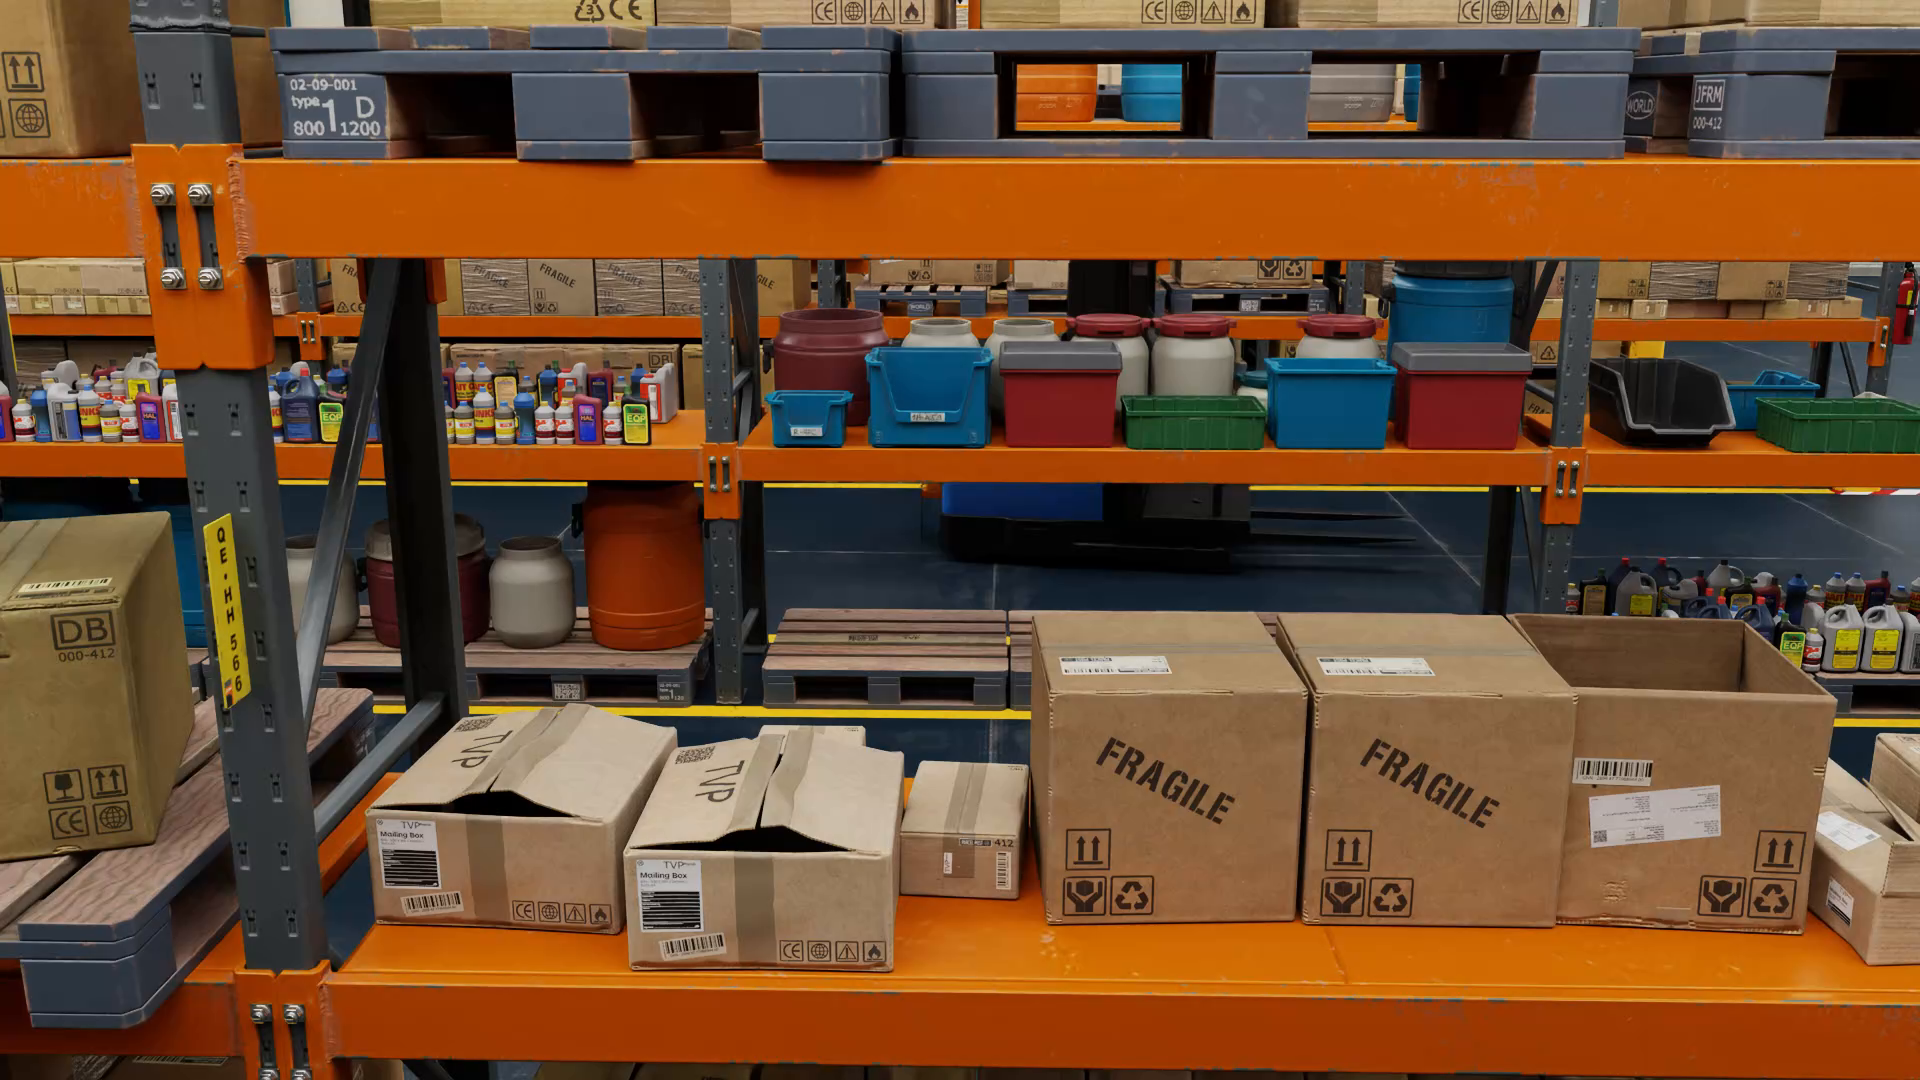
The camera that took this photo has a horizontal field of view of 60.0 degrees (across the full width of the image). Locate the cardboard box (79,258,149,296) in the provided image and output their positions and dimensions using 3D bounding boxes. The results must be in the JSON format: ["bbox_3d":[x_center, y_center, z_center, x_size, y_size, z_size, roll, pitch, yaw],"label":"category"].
[{"bbox_3d":[-6.480,-2.060,12.977,0.500,0.250,0.500,1,15,3],"label":"cardboard box"}]

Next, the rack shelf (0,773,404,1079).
[{"bbox_3d":[-3.261,0.841,3.683,4.000,0.370,1.077,0,15,1],"label":"rack shelf"}]

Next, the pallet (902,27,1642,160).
[{"bbox_3d":[0.537,-0.865,3.228,1.213,0.211,1.003,1,15,4],"label":"pallet"}]

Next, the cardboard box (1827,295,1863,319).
[{"bbox_3d":[6.702,-1.796,12.759,0.250,0.149,0.380,0,15,1],"label":"cardboard box"}]

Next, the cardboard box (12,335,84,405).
[{"bbox_3d":[-7.451,-1.258,13.571,0.875,0.875,0.875,0,15,1],"label":"cardboard box"}]

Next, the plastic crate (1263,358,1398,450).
[{"bbox_3d":[1.756,-0.651,7.960,0.575,0.384,0.392,0,15,1],"label":"plastic crate"}]

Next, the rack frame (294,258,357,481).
[{"bbox_3d":[-5.004,-2.046,13.216,0.127,3.000,1.000,0,15,1],"label":"rack frame"}]

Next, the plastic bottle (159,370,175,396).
[{"bbox_3d":[-4.022,-0.799,8.585,0.185,0.351,0.144,0,15,1],"label":"plastic bottle"}]

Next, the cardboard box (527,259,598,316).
[{"bbox_3d":[-3.031,-2.019,12.918,0.500,0.500,0.500,1,15,2],"label":"cardboard box"}]

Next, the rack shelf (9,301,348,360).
[{"bbox_3d":[-7.003,-1.712,13.357,4.000,0.370,1.077,0,15,1],"label":"rack shelf"}]

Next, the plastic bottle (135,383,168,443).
[{"bbox_3d":[-3.887,-0.610,8.000,0.133,0.283,0.061,0,15,1],"label":"plastic bottle"}]

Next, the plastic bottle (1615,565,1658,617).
[{"bbox_3d":[3.514,0.304,8.636,0.185,0.351,0.144,0,15,1],"label":"plastic bottle"}]

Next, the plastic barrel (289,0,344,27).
[{"bbox_3d":[-2.908,-2.449,7.774,0.433,0.535,0.433,0,15,0],"label":"plastic barrel"}]

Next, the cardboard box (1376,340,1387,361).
[{"bbox_3d":[4.749,-2.407,17.926,0.875,0.875,0.875,0,15,2],"label":"cardboard box"}]

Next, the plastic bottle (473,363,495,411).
[{"bbox_3d":[-2.498,-0.793,8.719,0.097,0.271,0.097,0,15,0],"label":"plastic bottle"}]

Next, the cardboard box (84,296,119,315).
[{"bbox_3d":[-6.602,-1.852,12.970,0.250,0.149,0.380,0,15,1],"label":"cardboard box"}]

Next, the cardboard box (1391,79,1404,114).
[{"bbox_3d":[3.437,-3.304,12.396,0.500,0.250,0.500,0,15,-1],"label":"cardboard box"}]

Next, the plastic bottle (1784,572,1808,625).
[{"bbox_3d":[4.416,0.306,8.786,0.097,0.271,0.097,0,15,0],"label":"plastic bottle"}]

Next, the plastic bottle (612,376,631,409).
[{"bbox_3d":[-1.769,-0.755,8.710,0.097,0.201,0.097,0,15,0],"label":"plastic bottle"}]

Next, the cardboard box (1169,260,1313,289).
[{"bbox_3d":[2.203,-2.528,13.043,1.000,1.000,1.000,0,15,2],"label":"cardboard box"}]

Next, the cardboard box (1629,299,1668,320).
[{"bbox_3d":[5.200,-1.779,12.695,0.250,0.149,0.380,0,15,1],"label":"cardboard box"}]

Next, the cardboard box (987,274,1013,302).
[{"bbox_3d":[0.550,-3.471,22.944,0.625,0.372,0.950,0,15,0],"label":"cardboard box"}]

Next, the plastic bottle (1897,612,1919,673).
[{"bbox_3d":[4.629,0.490,8.081,0.135,0.276,0.152,0,15,0],"label":"plastic bottle"}]

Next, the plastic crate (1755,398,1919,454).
[{"bbox_3d":[4.217,-0.548,7.952,0.662,0.188,0.450,0,15,1],"label":"plastic crate"}]

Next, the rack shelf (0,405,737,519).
[{"bbox_3d":[-3.131,-0.422,8.471,4.000,0.370,1.077,0,15,1],"label":"rack shelf"}]

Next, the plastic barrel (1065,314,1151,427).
[{"bbox_3d":[0.750,-0.867,8.478,0.433,0.535,0.433,0,15,0],"label":"plastic barrel"}]

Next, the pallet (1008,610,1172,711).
[{"bbox_3d":[0.858,0.615,8.596,1.213,0.211,1.003,0,15,1],"label":"pallet"}]

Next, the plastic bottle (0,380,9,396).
[{"bbox_3d":[-4.746,-0.674,8.112,0.185,0.351,0.144,0,15,1],"label":"plastic bottle"}]

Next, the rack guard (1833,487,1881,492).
[{"bbox_3d":[6.916,-0.760,13.241,0.348,0.500,1.175,0,15,1],"label":"rack guard"}]

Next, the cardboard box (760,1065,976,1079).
[{"bbox_3d":[-0.212,1.304,3.986,0.500,0.311,0.500,0,15,1],"label":"cardboard box"}]

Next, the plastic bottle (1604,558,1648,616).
[{"bbox_3d":[3.518,0.268,8.776,0.185,0.351,0.144,0,15,0],"label":"plastic bottle"}]

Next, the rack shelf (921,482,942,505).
[{"bbox_3d":[-0.154,-0.312,11.286,0.180,0.103,0.258,2,15,8],"label":"rack shelf"}]

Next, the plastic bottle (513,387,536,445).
[{"bbox_3d":[-2.087,-0.597,7.975,0.097,0.271,0.097,0,15,0],"label":"plastic bottle"}]

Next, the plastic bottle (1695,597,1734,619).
[{"bbox_3d":[3.663,0.448,8.092,0.185,0.351,0.144,1,15,3],"label":"plastic bottle"}]

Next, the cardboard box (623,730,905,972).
[{"bbox_3d":[-0.373,0.604,3.344,0.500,0.311,0.500,0,15,1],"label":"cardboard box"}]

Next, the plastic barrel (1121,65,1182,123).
[{"bbox_3d":[1.045,-2.380,7.620,0.708,0.901,0.600,0,15,1],"label":"plastic barrel"}]

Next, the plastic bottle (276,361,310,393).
[{"bbox_3d":[-3.492,-0.795,8.717,0.135,0.276,0.152,0,15,1],"label":"plastic bottle"}]

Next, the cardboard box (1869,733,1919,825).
[{"bbox_3d":[2.243,0.613,3.432,0.500,0.250,0.500,1,15,5],"label":"cardboard box"}]

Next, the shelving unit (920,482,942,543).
[{"bbox_3d":[-0.154,-0.587,11.214,0.189,1.200,0.258,2,15,8],"label":"shelving unit"}]

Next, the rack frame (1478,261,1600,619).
[{"bbox_3d":[2.867,-0.731,8.231,0.127,3.000,1.000,0,15,1],"label":"rack frame"}]

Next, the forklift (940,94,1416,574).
[{"bbox_3d":[1.431,-1.348,10.706,3.031,2.935,1.130,2,15,8],"label":"forklift"}]

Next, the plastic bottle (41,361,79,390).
[{"bbox_3d":[-4.728,-0.803,8.747,0.135,0.276,0.152,0,15,1],"label":"plastic bottle"}]

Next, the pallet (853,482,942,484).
[{"bbox_3d":[-0.224,-0.666,13.452,1.213,0.211,1.003,0,15,1],"label":"pallet"}]

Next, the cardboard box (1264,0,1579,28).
[{"bbox_3d":[0.827,-1.077,3.133,0.500,0.250,0.500,-1,15,-3],"label":"cardboard box"}]

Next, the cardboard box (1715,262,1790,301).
[{"bbox_3d":[5.940,-2.144,12.806,0.500,0.500,0.875,0,15,1],"label":"cardboard box"}]

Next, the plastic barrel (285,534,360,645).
[{"bbox_3d":[-3.317,0.256,8.545,0.421,0.512,0.421,0,15,0],"label":"plastic barrel"}]

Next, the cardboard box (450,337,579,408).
[{"bbox_3d":[-3.470,-1.217,13.416,0.875,0.875,1.225,0,15,-1],"label":"cardboard box"}]

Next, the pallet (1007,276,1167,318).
[{"bbox_3d":[0.975,-1.925,13.133,1.213,0.211,1.003,0,15,1],"label":"pallet"}]

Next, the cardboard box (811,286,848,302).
[{"bbox_3d":[-1.468,-2.579,17.842,0.500,0.250,0.500,0,15,0],"label":"cardboard box"}]

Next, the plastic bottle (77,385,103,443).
[{"bbox_3d":[-4.196,-0.611,8.027,0.097,0.271,0.097,0,15,0],"label":"plastic bottle"}]

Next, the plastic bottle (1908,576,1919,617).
[{"bbox_3d":[5.061,0.310,8.770,0.097,0.271,0.097,0,15,0],"label":"plastic bottle"}]
